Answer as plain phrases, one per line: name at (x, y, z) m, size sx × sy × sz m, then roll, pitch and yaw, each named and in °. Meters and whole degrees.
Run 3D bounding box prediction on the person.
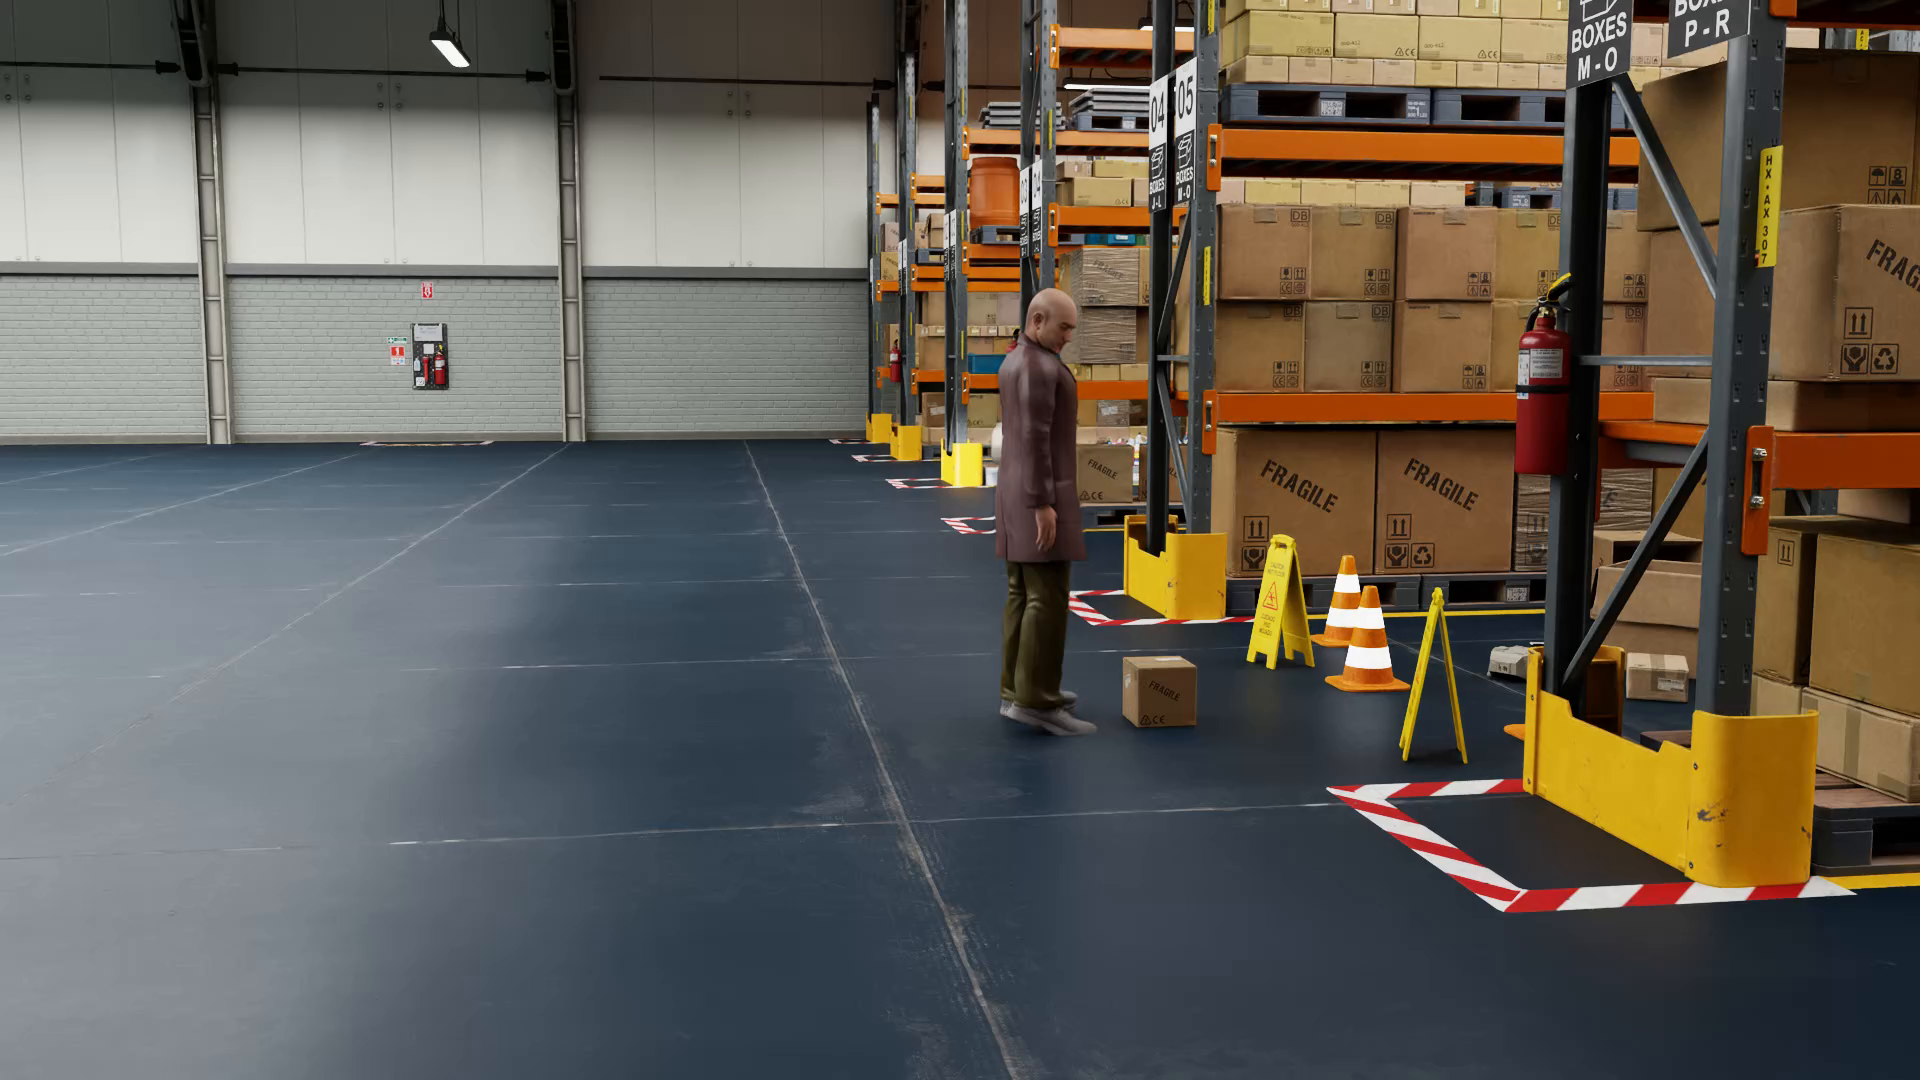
person at (0.346, -0.116, 6.850) m, size 0.404 × 1.816 × 0.672 m, roll -2°, pitch 7°, yaw -16°
